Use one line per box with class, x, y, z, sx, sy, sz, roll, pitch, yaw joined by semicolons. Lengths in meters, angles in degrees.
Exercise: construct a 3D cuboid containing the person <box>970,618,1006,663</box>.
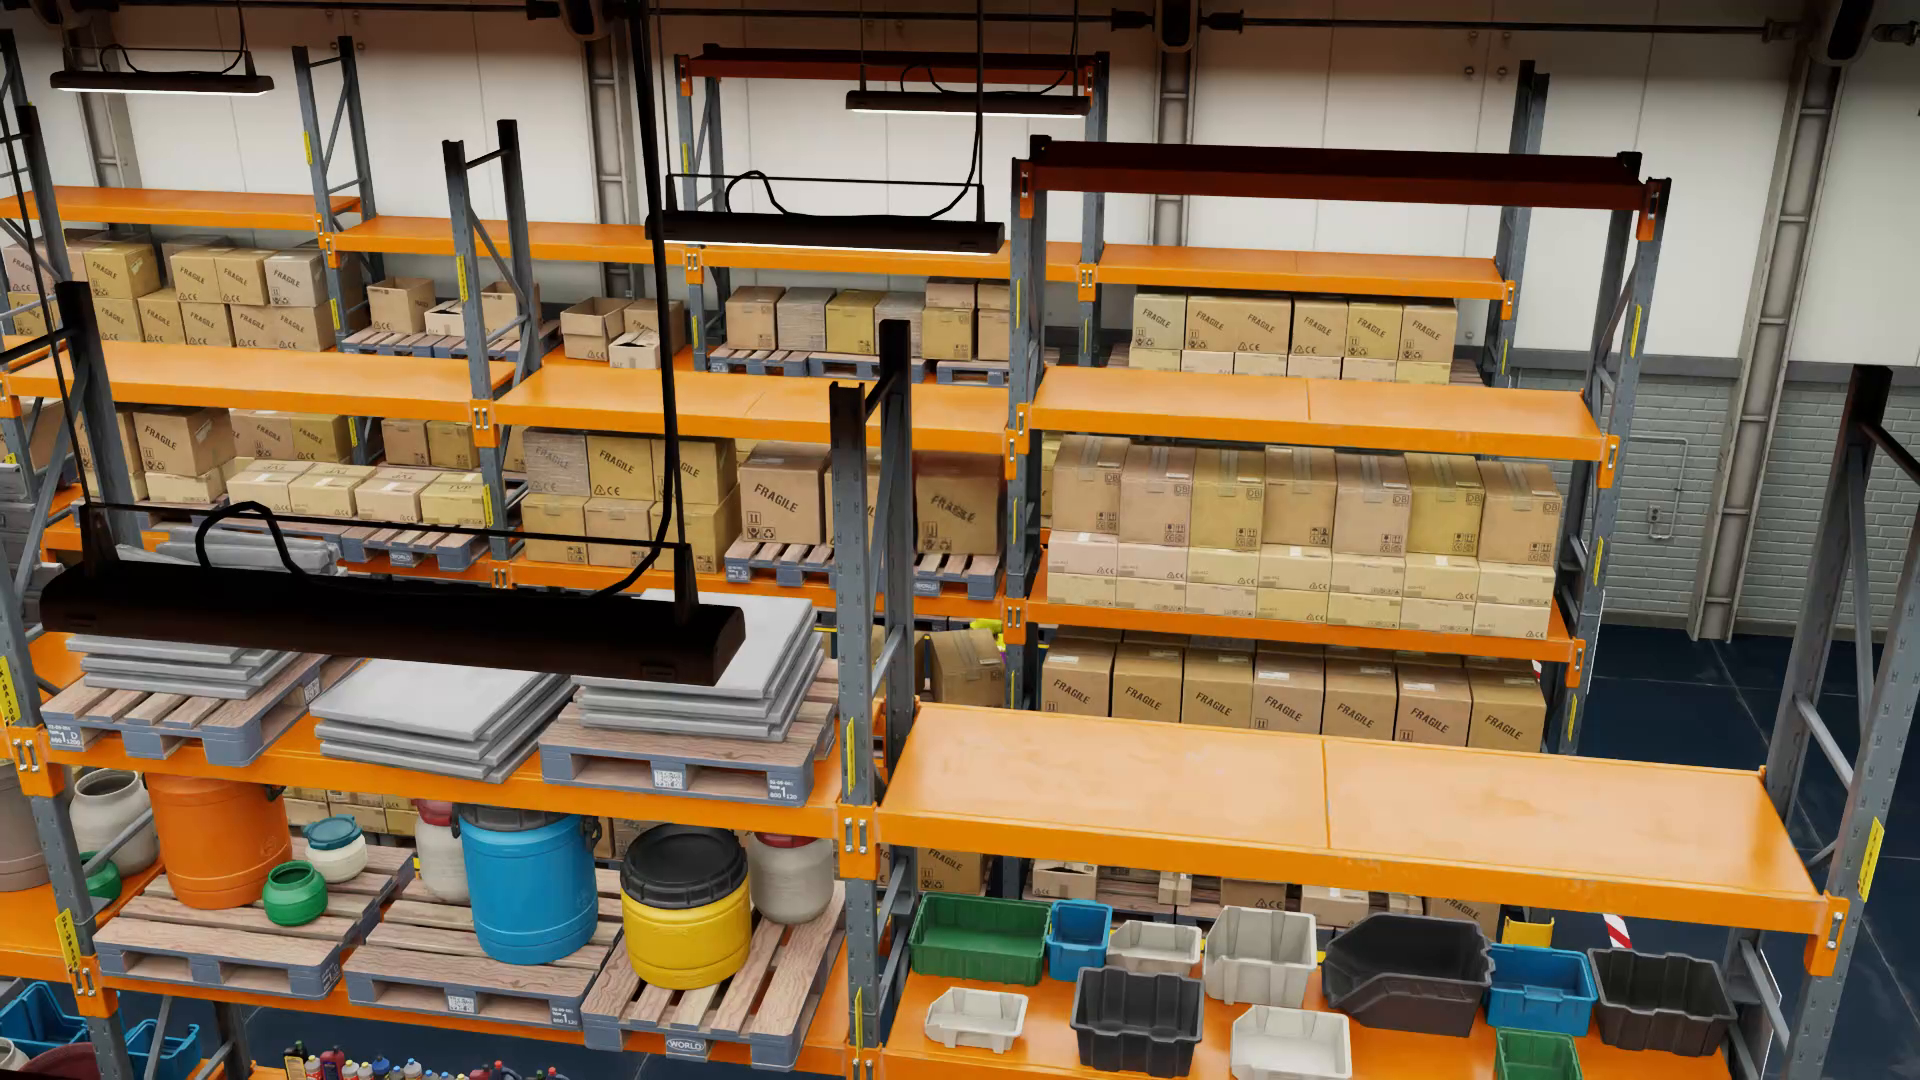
person;0.402;1.433;14.850;0.636;1.673;0.704;3;23;8
